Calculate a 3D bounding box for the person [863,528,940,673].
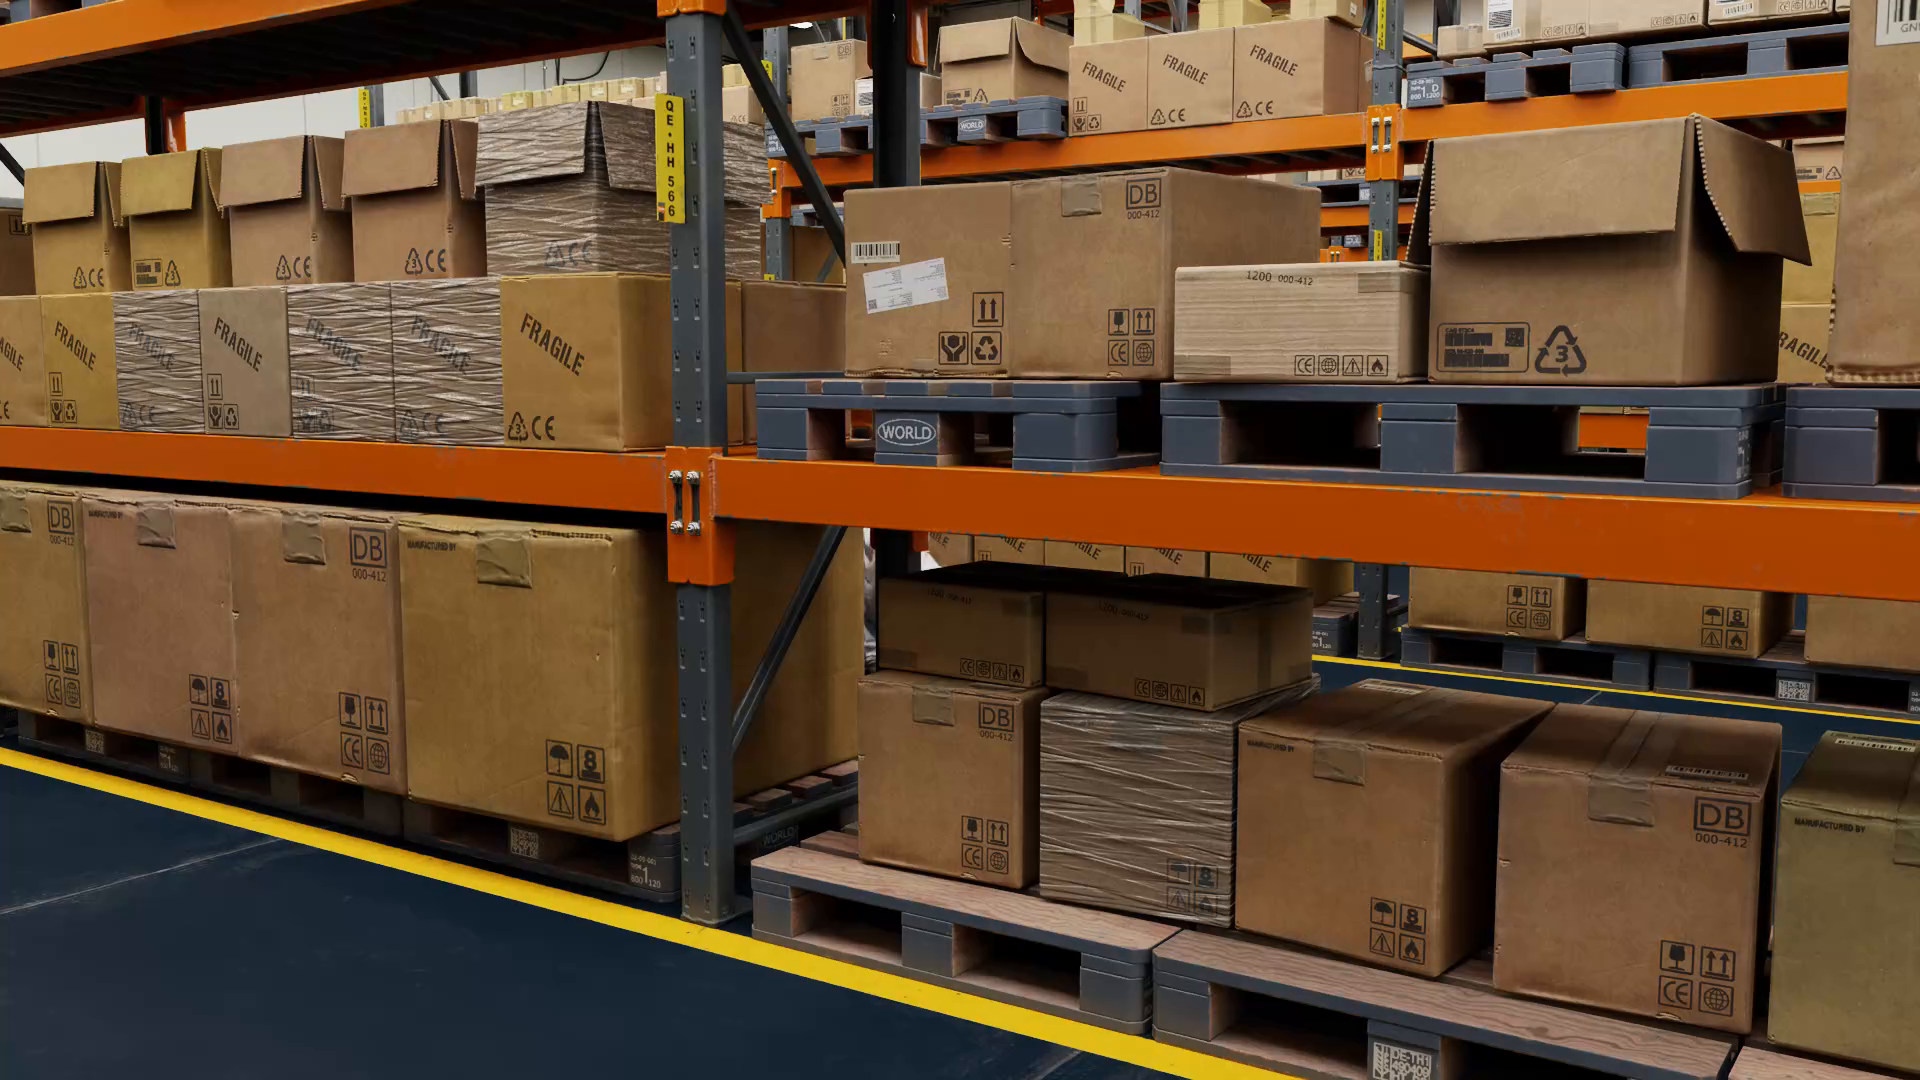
[{"bbox_3d":[-0.537,0.216,8.461,0.906,0.885,0.568,4,7,34],"label":"person"}]
